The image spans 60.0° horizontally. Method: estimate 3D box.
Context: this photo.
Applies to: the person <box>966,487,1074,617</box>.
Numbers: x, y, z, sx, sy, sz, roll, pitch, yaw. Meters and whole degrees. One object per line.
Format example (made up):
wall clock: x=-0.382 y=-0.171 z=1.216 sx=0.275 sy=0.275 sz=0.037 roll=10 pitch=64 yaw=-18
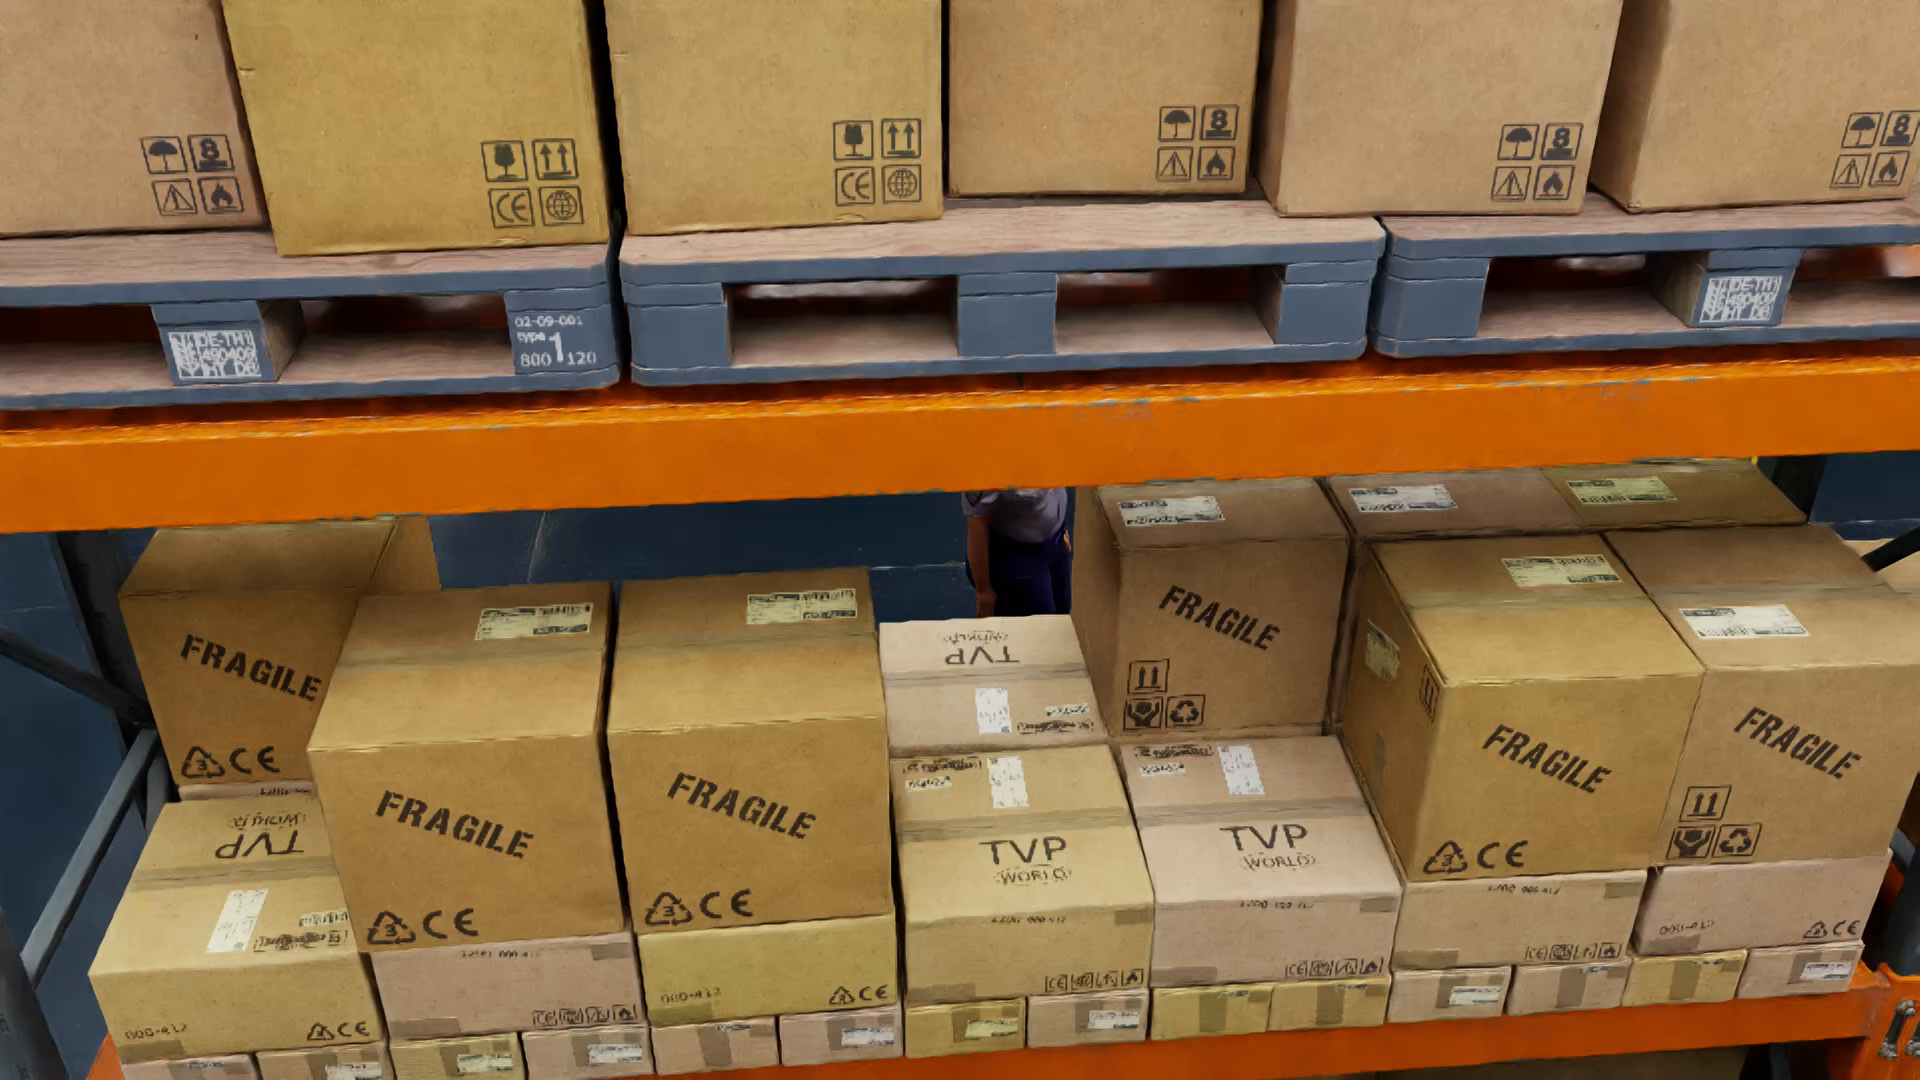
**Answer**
person: x=0.264 y=0.073 z=6.037 sx=0.676 sy=1.611 sz=0.536 roll=16 pitch=35 yaw=24
